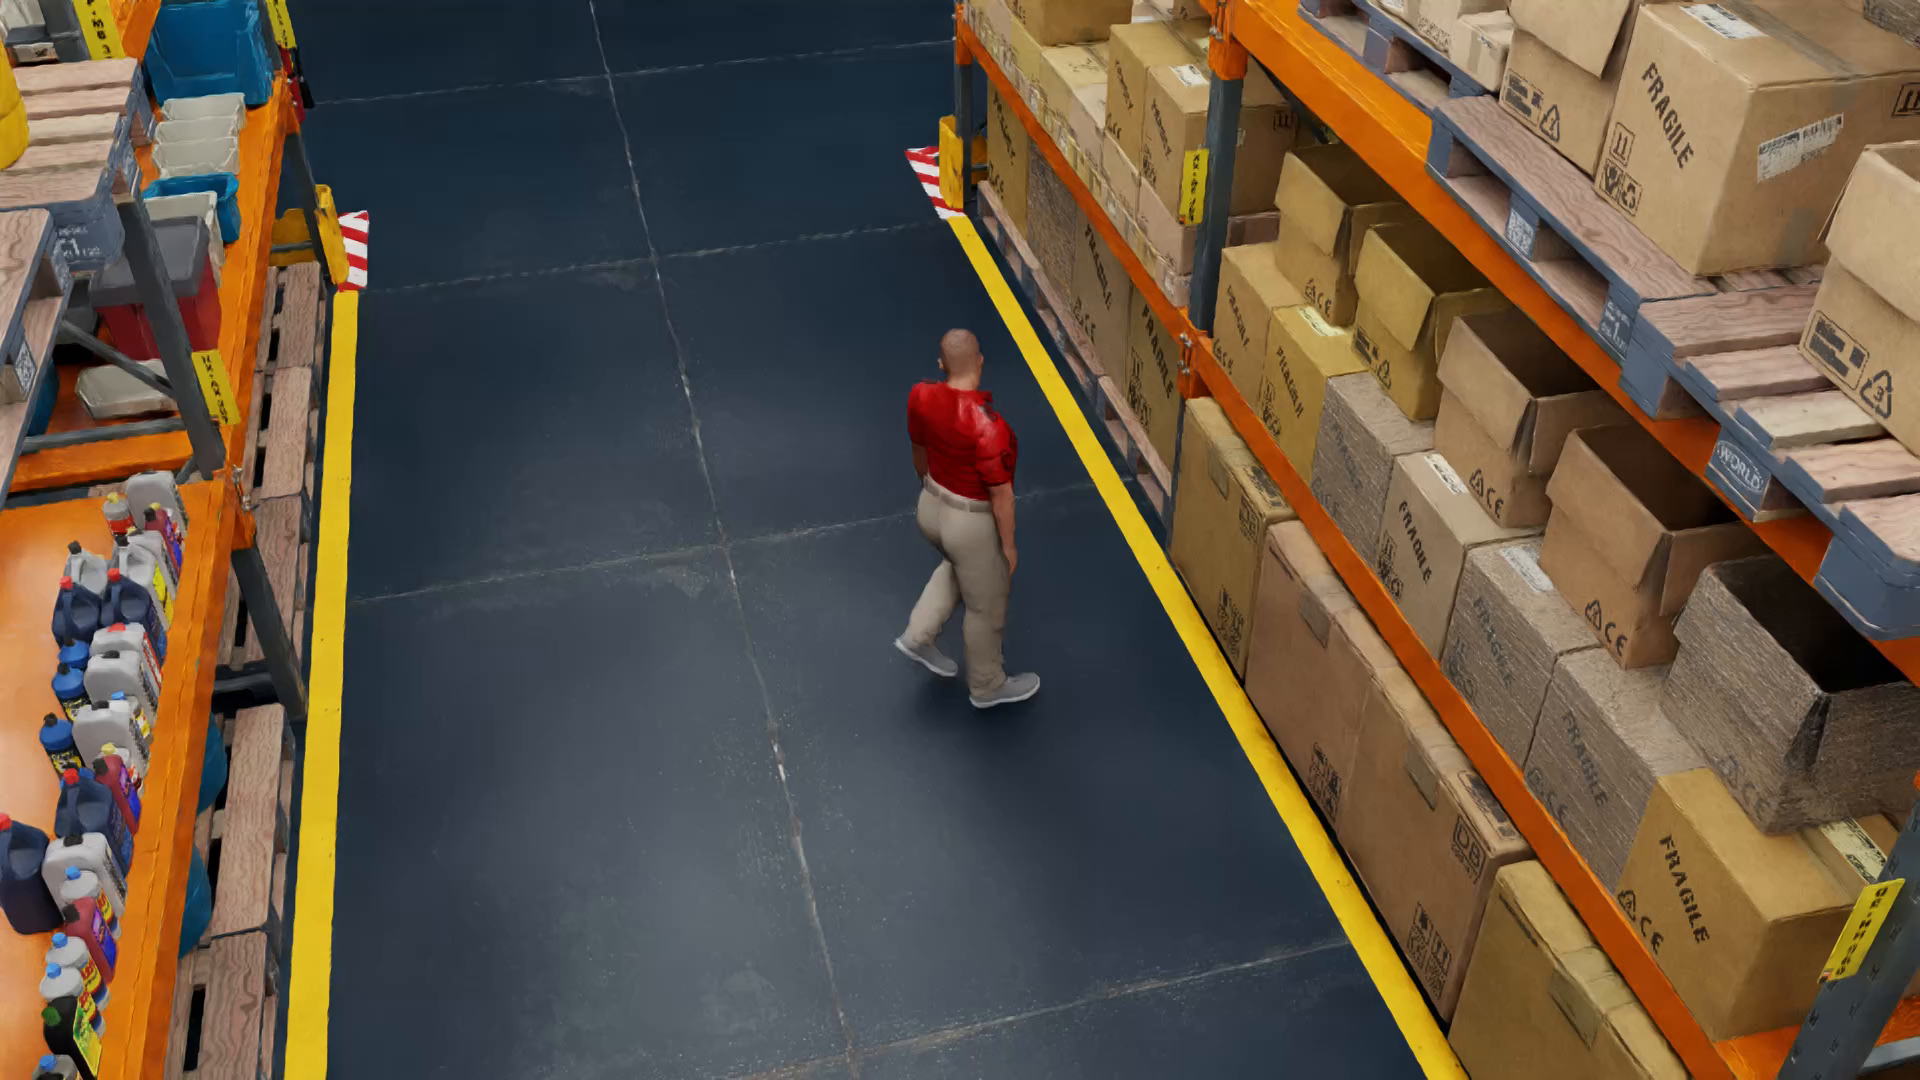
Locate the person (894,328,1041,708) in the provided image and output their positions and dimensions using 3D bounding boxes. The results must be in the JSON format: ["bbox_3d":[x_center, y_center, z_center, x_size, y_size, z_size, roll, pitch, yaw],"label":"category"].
[{"bbox_3d":[0.003,-0.080,6.819,0.486,1.704,0.630,-27,45,-30],"label":"person"}]
